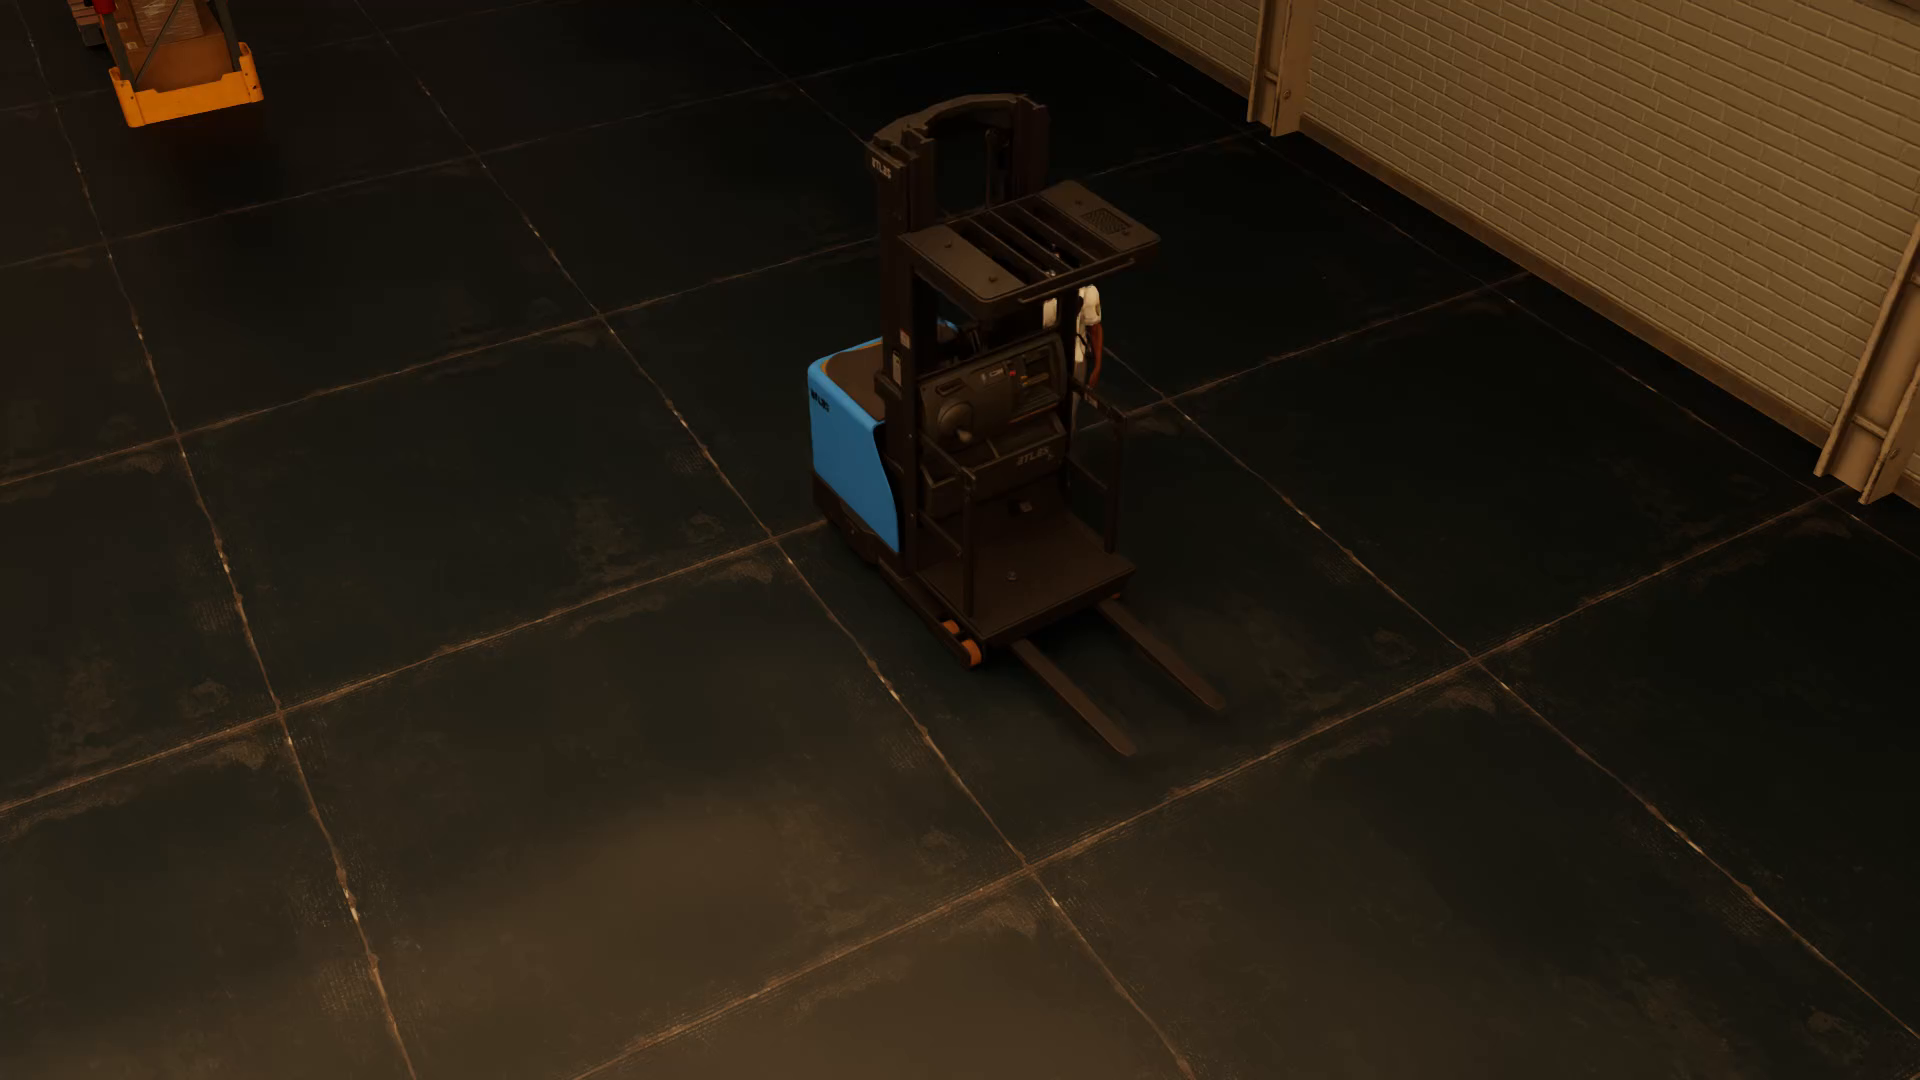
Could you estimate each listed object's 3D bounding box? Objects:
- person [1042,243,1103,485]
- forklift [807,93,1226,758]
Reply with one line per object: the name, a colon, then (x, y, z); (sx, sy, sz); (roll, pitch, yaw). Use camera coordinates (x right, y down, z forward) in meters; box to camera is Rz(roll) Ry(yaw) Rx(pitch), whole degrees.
person: (0.589, -1.072, 10.295); (0.566, 1.695, 0.508); (5, 40, 6)
forklift: (0.309, -0.750, 8.941); (1.130, 2.935, 3.031); (-23, 45, -25)
